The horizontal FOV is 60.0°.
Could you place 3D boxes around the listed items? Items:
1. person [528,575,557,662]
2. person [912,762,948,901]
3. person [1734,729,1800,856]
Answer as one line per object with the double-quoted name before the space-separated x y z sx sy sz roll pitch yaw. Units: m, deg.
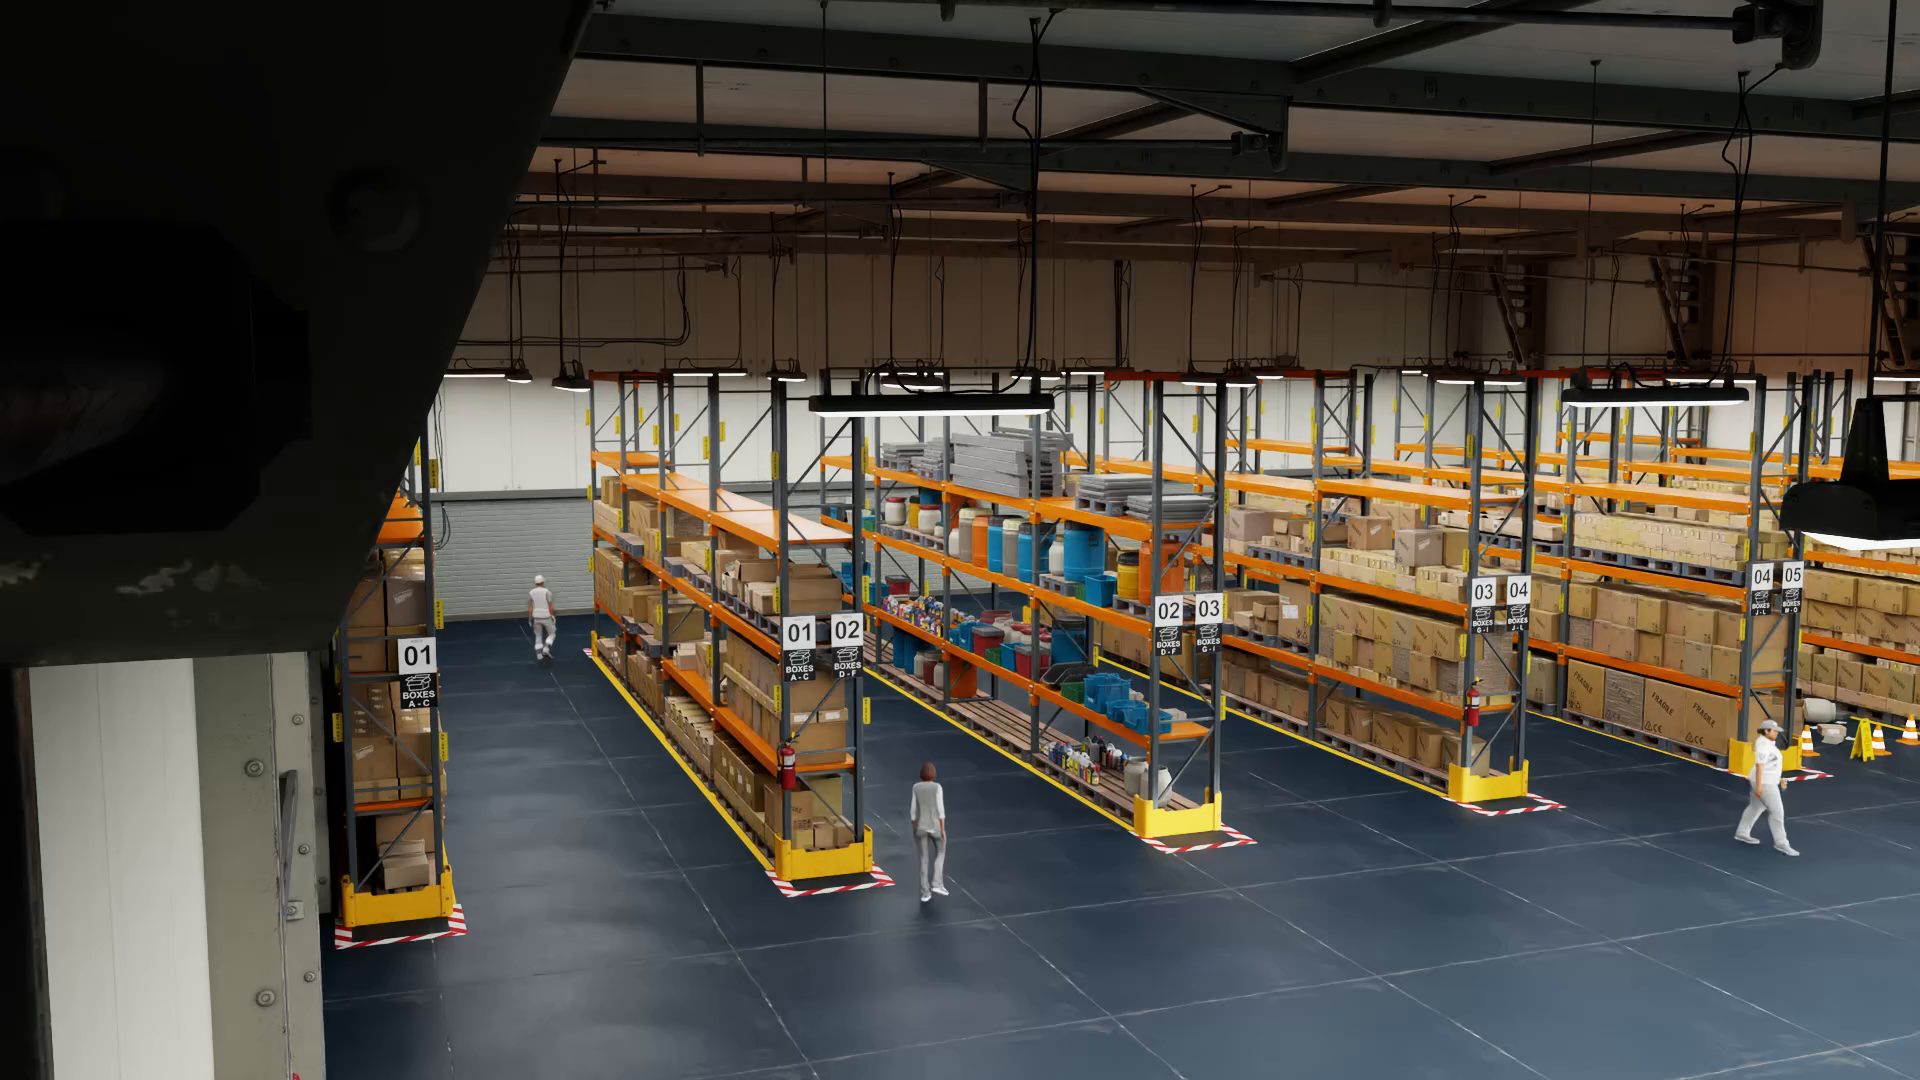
"person" -8.644 1.621 34.305 0.556 1.792 0.493 1 6 10
"person" -0.374 3.399 19.321 0.432 1.613 0.521 1 6 11
"person" 10.381 3.147 21.333 0.737 1.656 0.538 2 7 20
